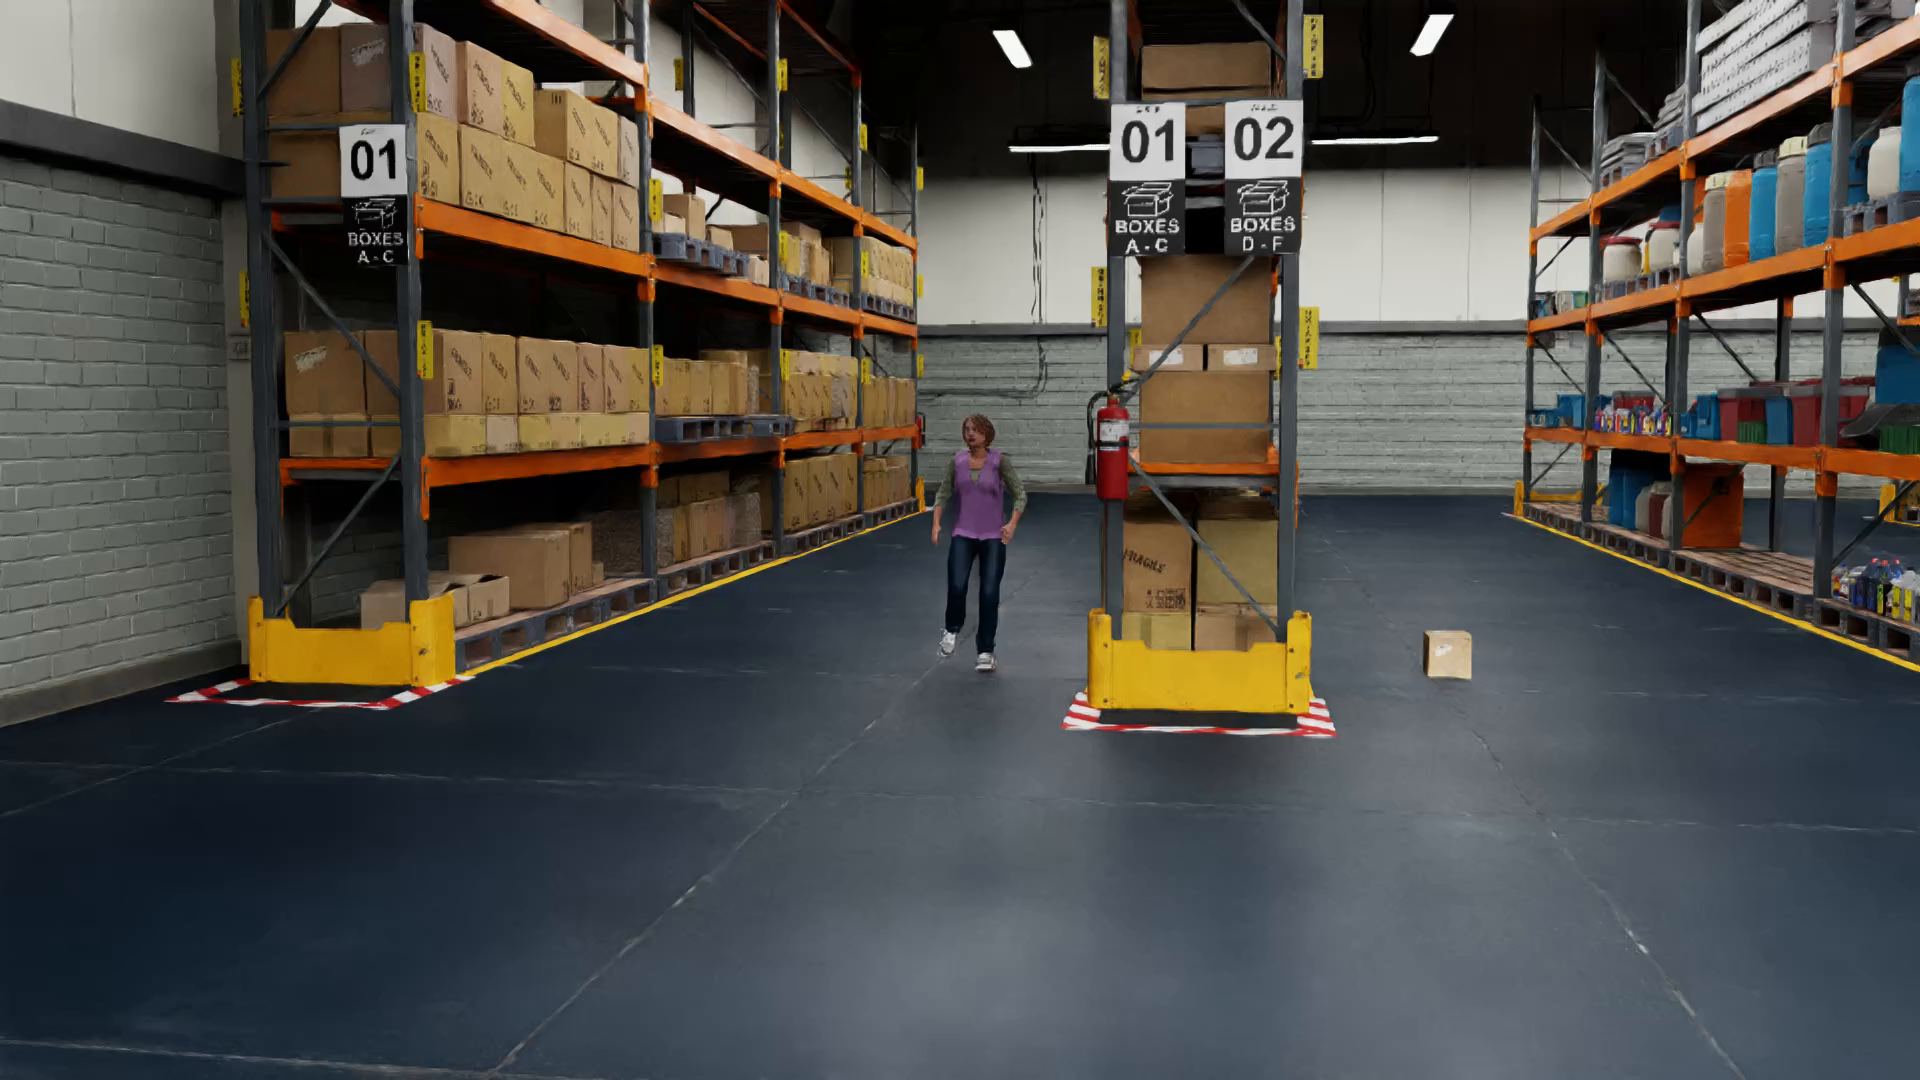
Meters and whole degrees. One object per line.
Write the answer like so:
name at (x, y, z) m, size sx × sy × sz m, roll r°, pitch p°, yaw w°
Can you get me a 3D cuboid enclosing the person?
person at (0.120, 0.022, 10.162) m, size 0.585 × 1.546 × 0.441 m, roll 0°, pitch 5°, yaw 4°
